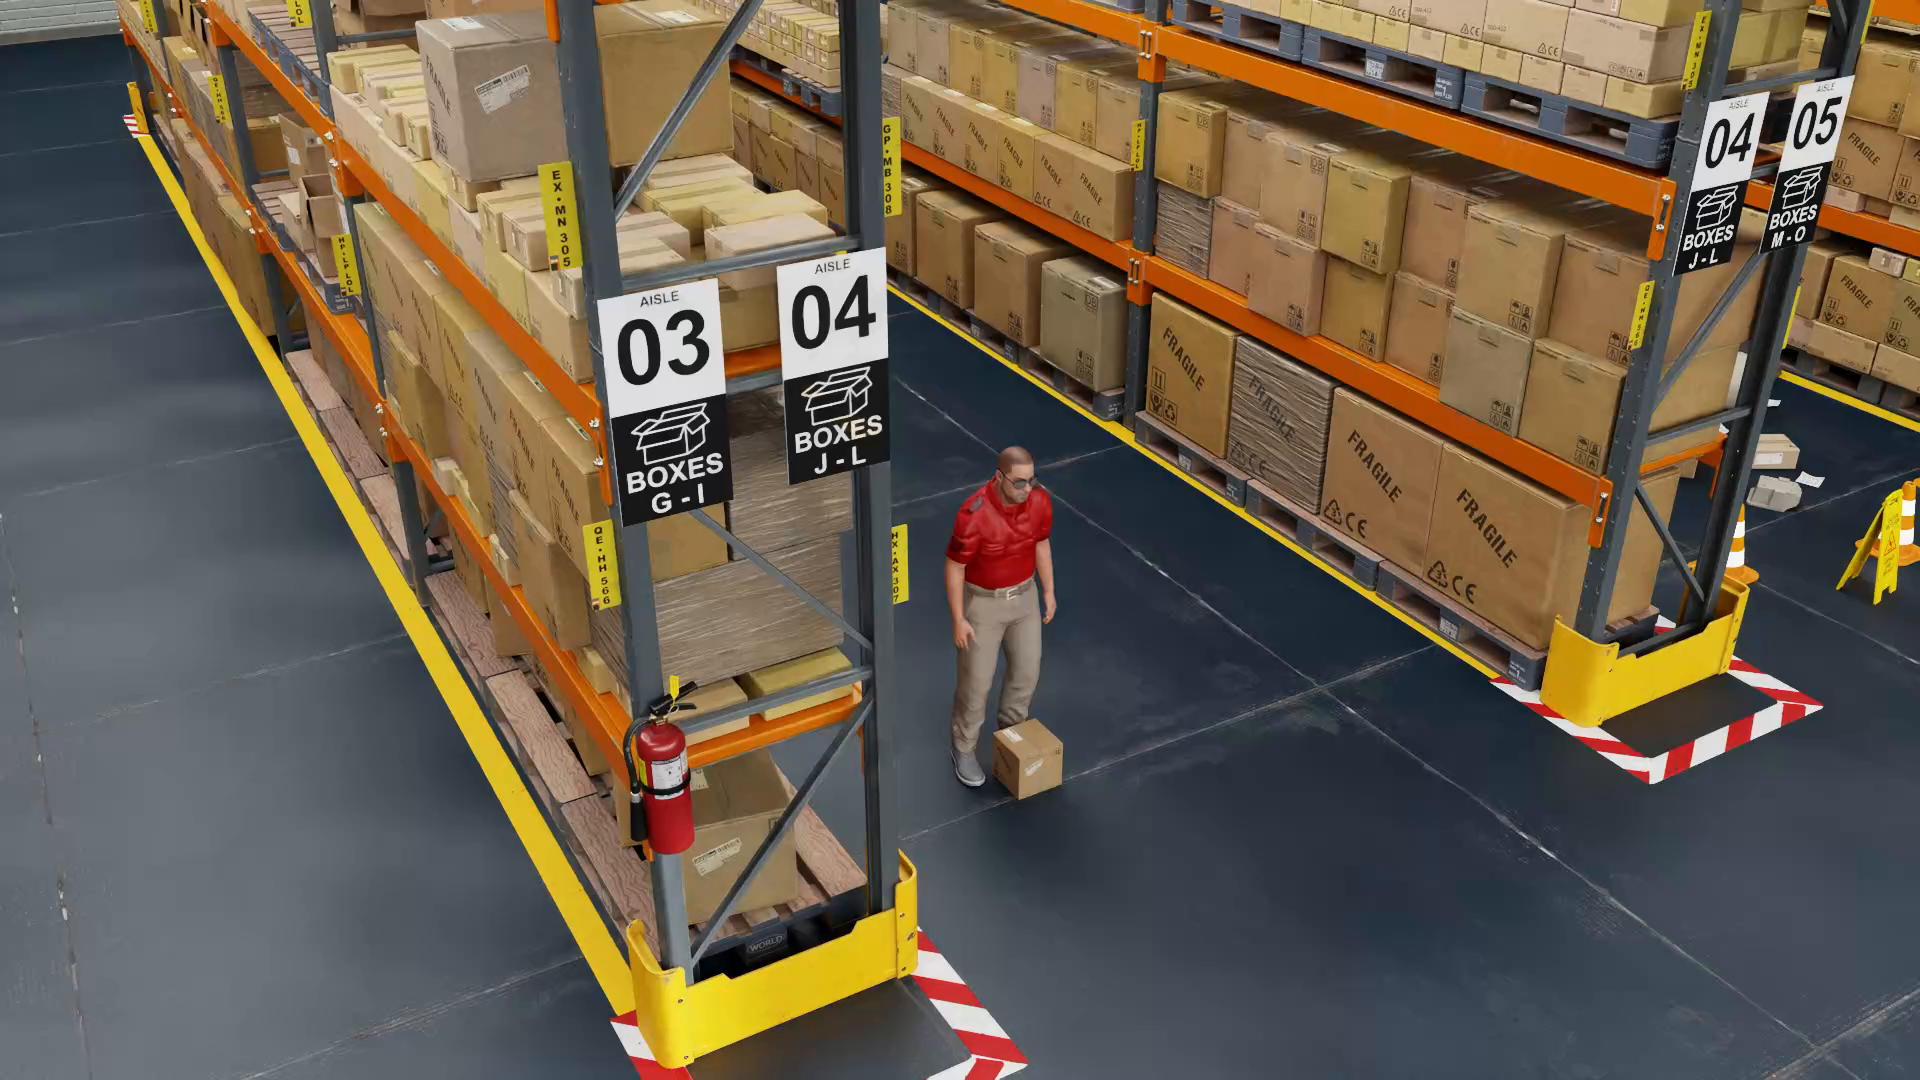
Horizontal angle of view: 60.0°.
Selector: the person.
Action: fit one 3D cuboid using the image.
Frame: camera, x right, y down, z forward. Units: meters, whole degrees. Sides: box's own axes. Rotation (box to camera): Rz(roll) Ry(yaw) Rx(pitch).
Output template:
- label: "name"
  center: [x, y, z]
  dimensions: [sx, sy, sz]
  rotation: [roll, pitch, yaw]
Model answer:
- label: "person"
  center: [0.200, 0.320, 7.997]
  dimensions: [0.595, 1.727, 0.384]
  rotation: [-17, 33, -28]
